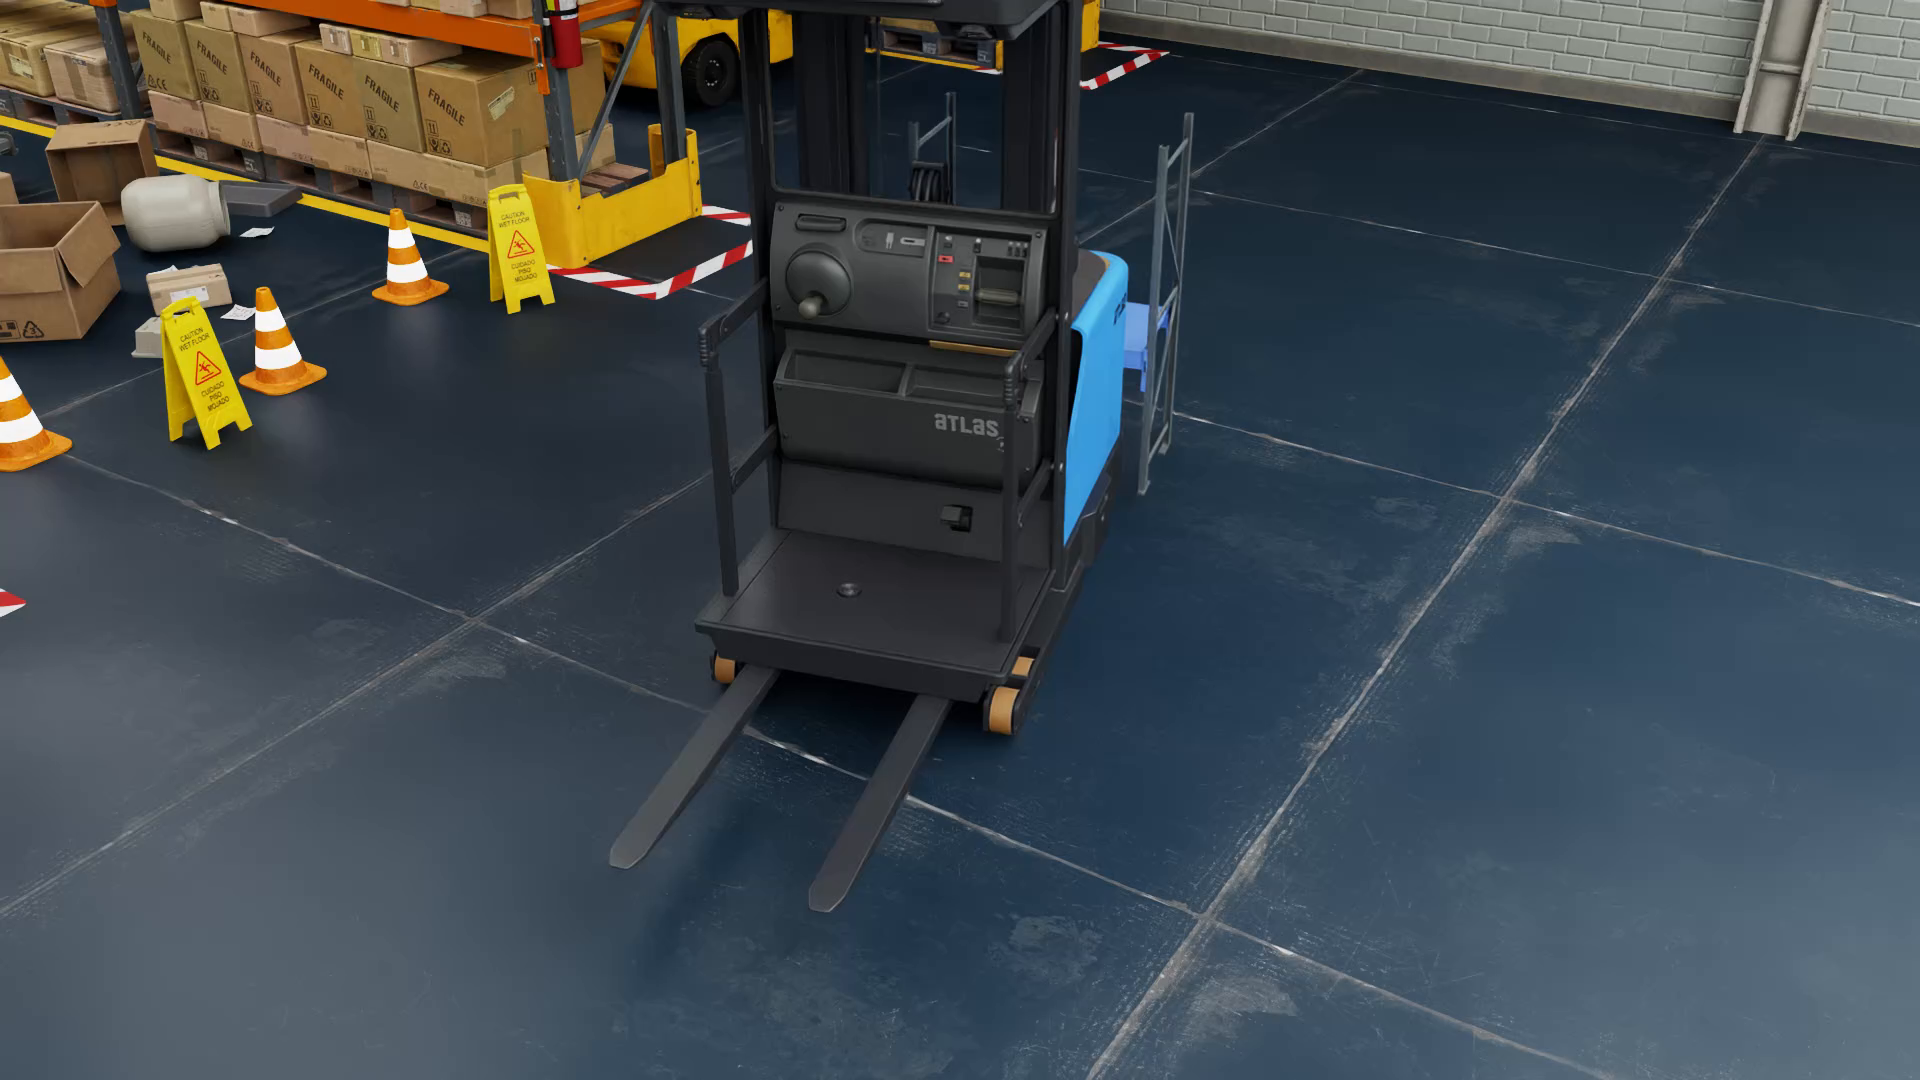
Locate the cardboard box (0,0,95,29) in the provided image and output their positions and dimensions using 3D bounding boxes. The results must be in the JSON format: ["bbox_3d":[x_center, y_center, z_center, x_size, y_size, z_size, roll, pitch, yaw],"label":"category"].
[{"bbox_3d":[-6.978,-3.718,12.337,0.625,0.372,0.950,19,35,29],"label":"cardboard box"}]

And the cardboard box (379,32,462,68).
[{"bbox_3d":[-3.108,-2.855,9.590,0.250,0.149,0.380,19,35,29],"label":"cardboard box"}]

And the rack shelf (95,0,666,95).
[{"bbox_3d":[-3.638,-3.309,10.159,4.000,0.370,1.077,18,35,27],"label":"rack shelf"}]

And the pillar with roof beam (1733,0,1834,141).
[{"bbox_3d":[3.375,-4.921,6.255,0.400,9.000,9.100,18,35,27],"label":"pillar with roof beam"}]

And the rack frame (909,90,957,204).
[{"bbox_3d":[-0.108,-1.133,7.203,0.032,1.500,0.500,10,32,16],"label":"rack frame"}]

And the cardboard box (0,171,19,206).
[{"bbox_3d":[-5.574,-1.701,9.032,0.503,0.637,0.797,18,35,27],"label":"cardboard box"}]

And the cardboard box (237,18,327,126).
[{"bbox_3d":[-4.078,-2.922,10.349,0.500,0.500,0.500,20,36,30],"label":"cardboard box"}]

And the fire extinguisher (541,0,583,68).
[{"bbox_3d":[-2.092,-2.823,8.689,0.183,0.674,0.296,18,35,27],"label":"fire extinguisher"}]

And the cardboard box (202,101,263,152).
[{"bbox_3d":[-4.517,-2.738,10.778,0.500,0.250,0.500,20,36,30],"label":"cardboard box"}]

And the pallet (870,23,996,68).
[{"bbox_3d":[0.022,-4.186,13.715,1.213,0.211,1.003,18,35,27],"label":"pallet"}]

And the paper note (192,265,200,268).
[{"bbox_3d":[-4.277,-1.531,9.364,0.123,0.001,0.032,18,35,27],"label":"paper note"}]

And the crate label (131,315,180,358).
[{"bbox_3d":[-3.995,-1.031,8.382,0.298,0.136,0.250,1,30,2],"label":"crate label"}]

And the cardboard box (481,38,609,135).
[{"bbox_3d":[-2.500,-2.742,10.041,0.500,0.500,0.500,16,34,26],"label":"cardboard box"}]

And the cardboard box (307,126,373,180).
[{"bbox_3d":[-3.652,-2.459,10.301,0.500,0.250,0.500,16,34,26],"label":"cardboard box"}]

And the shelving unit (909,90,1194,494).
[{"bbox_3d":[0.372,-1.049,7.060,1.048,1.500,0.538,10,32,16],"label":"shelving unit"}]

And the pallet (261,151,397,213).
[{"bbox_3d":[-3.707,-2.460,10.757,1.213,0.211,1.003,18,35,27],"label":"pallet"}]

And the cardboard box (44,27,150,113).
[{"bbox_3d":[-5.777,-3.341,11.691,0.625,0.372,0.950,18,35,28],"label":"cardboard box"}]

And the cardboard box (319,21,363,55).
[{"bbox_3d":[-3.541,-2.995,9.830,0.250,0.149,0.380,19,35,29],"label":"cardboard box"}]

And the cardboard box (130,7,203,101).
[{"bbox_3d":[-4.975,-3.200,10.826,0.500,0.500,0.500,19,35,30],"label":"cardboard box"}]

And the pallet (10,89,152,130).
[{"bbox_3d":[-5.992,-3.159,11.955,1.213,0.211,1.003,18,35,27],"label":"pallet"}]

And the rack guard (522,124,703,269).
[{"bbox_3d":[-2.008,-2.024,9.724,0.348,0.500,1.175,18,35,27],"label":"rack guard"}]

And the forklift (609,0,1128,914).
[{"bbox_3d":[-0.239,-0.830,5.264,1.130,2.935,3.031,9,31,15],"label":"forklift"}]

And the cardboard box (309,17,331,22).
[{"bbox_3d":[-3.823,-3.157,10.753,0.500,0.500,0.500,20,36,30],"label":"cardboard box"}]

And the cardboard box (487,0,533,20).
[{"bbox_3d":[-2.374,-2.984,9.138,0.250,0.149,0.380,19,35,29],"label":"cardboard box"}]

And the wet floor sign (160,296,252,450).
[{"bbox_3d":[-3.413,-0.764,7.420,0.232,0.644,0.267,12,32,19],"label":"wet floor sign"}]

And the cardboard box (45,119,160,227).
[{"bbox_3d":[-5.148,-2.209,10.038,0.500,0.500,0.500,-9,32,-15],"label":"cardboard box"}]

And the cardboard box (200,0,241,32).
[{"bbox_3d":[-4.465,-3.284,10.326,0.250,0.149,0.380,19,35,29],"label":"cardboard box"}]

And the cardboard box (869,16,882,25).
[{"bbox_3d":[-0.709,-4.463,13.736,0.500,0.250,0.500,18,35,28],"label":"cardboard box"}]

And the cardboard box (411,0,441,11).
[{"bbox_3d":[-2.854,-3.083,9.306,0.250,0.149,0.380,17,34,27],"label":"cardboard box"}]

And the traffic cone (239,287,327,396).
[{"bbox_3d":[-3.296,-0.988,7.984,0.334,0.463,0.336,18,35,27],"label":"traffic cone"}]

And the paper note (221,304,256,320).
[{"bbox_3d":[-3.803,-1.205,8.785,0.142,0.019,0.148,6,31,10],"label":"paper note"}]

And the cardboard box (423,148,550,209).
[{"bbox_3d":[-2.792,-2.186,9.832,0.500,0.250,0.500,17,34,27],"label":"cardboard box"}]

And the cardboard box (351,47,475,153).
[{"bbox_3d":[-3.205,-2.643,9.872,0.500,0.500,0.500,19,35,29],"label":"cardboard box"}]

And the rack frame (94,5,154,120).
[{"bbox_3d":[-5.332,-4.155,10.896,0.127,3.000,1.000,18,35,27],"label":"rack frame"}]

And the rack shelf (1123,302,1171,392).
[{"bbox_3d":[0.372,-0.894,7.151,1.000,0.185,0.538,10,32,16],"label":"rack shelf"}]

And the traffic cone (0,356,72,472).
[{"bbox_3d":[-4.185,-0.597,7.313,0.334,0.463,0.336,18,35,27],"label":"traffic cone"}]

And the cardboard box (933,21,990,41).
[{"bbox_3d":[0.126,-4.188,13.264,0.500,0.250,0.500,18,35,28],"label":"cardboard box"}]
